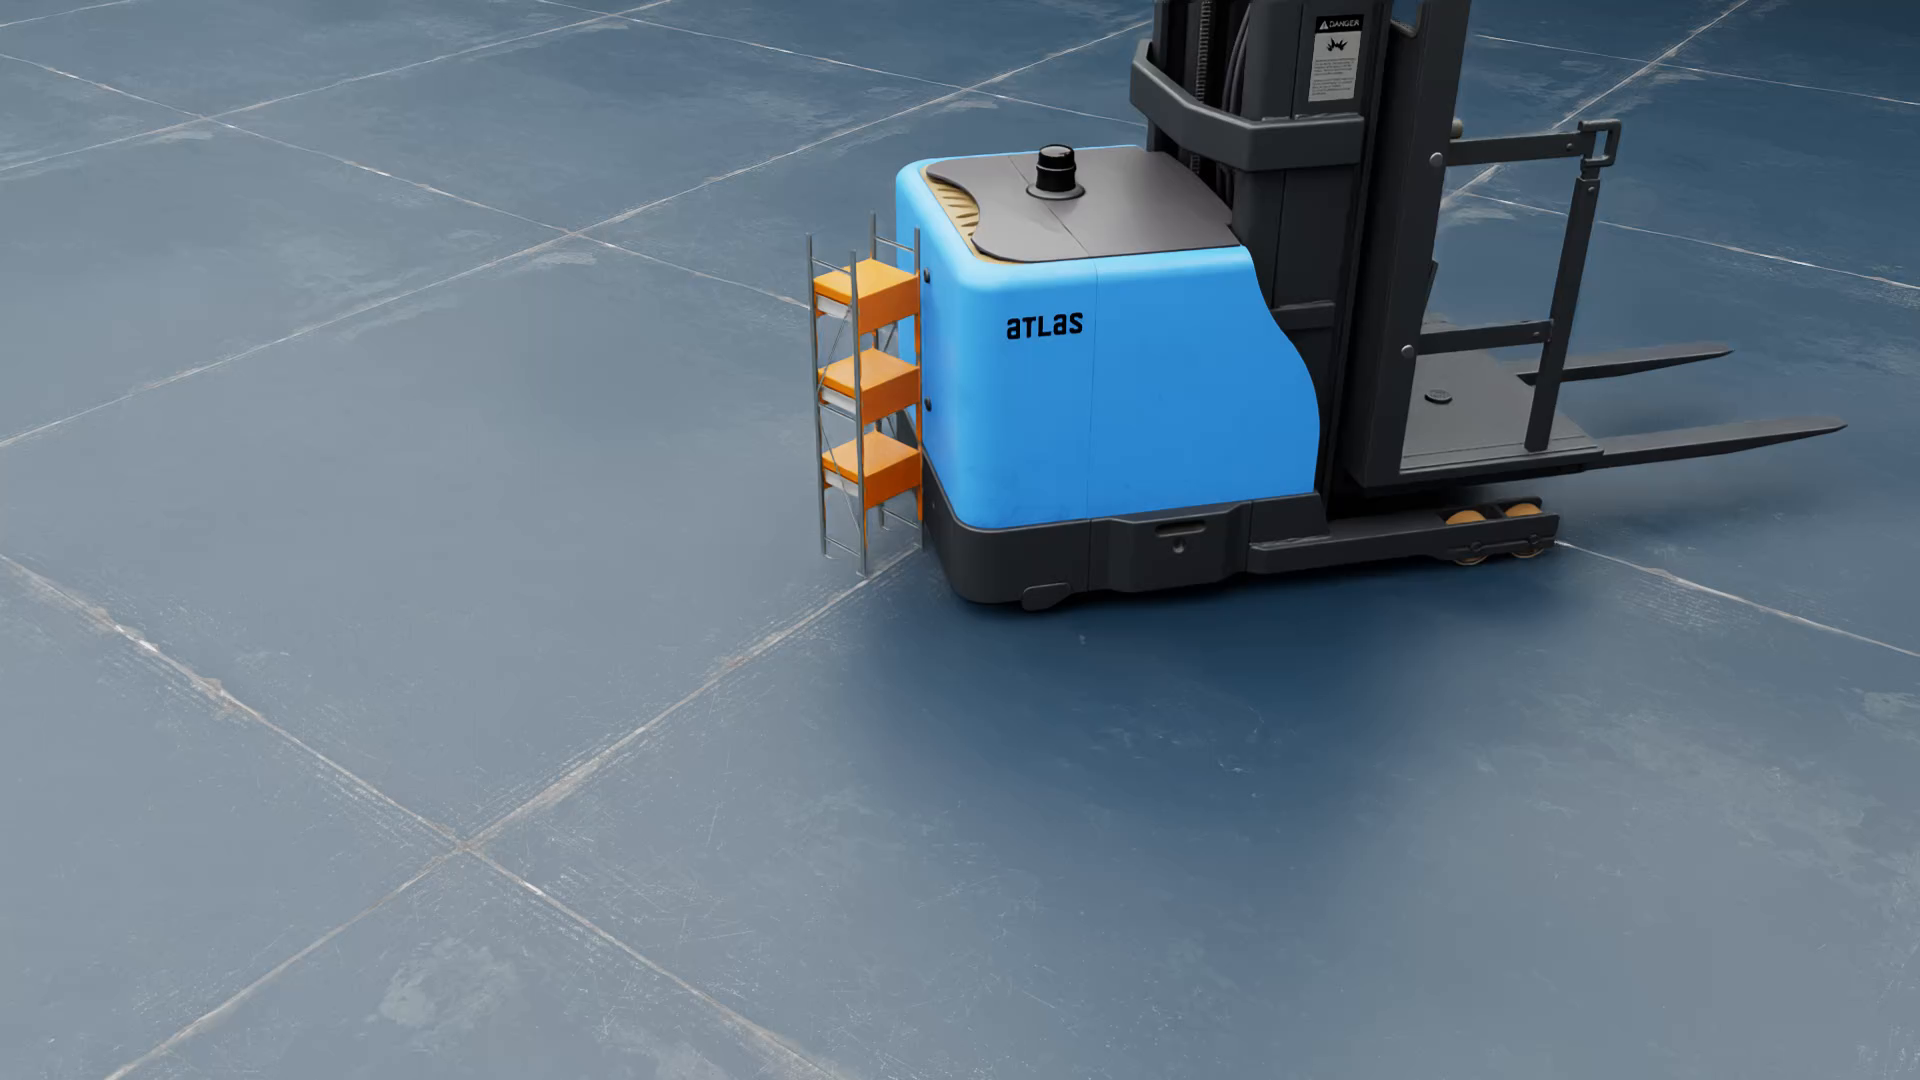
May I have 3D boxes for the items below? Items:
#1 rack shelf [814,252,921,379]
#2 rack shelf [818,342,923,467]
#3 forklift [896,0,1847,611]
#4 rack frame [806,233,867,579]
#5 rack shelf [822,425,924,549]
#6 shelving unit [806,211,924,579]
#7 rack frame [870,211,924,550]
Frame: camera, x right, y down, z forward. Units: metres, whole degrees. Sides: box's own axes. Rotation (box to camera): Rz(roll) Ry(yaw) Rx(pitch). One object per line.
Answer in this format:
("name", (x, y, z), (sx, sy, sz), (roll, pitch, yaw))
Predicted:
("rack shelf", (-0.271, -0.648, 4.778), (0.215, 0.259, 0.240), (27, 40, 37))
("rack shelf", (-0.271, -0.404, 4.922), (0.215, 0.259, 0.240), (27, 40, 37))
("forklift", (1.362, -1.438, 4.802), (3.031, 2.935, 1.130), (-7, 31, -11))
("rack frame", (-0.357, -0.368, 4.842), (0.200, 1.050, 0.008), (27, 40, 37))
("rack shelf", (-0.271, -0.165, 5.064), (0.215, 0.259, 0.240), (27, 40, 37))
("shelving unit", (-0.271, -0.413, 4.917), (0.215, 1.050, 0.252), (27, 40, 37))
("rack frame", (-0.186, -0.457, 4.992), (0.200, 1.050, 0.008), (27, 40, 37))
